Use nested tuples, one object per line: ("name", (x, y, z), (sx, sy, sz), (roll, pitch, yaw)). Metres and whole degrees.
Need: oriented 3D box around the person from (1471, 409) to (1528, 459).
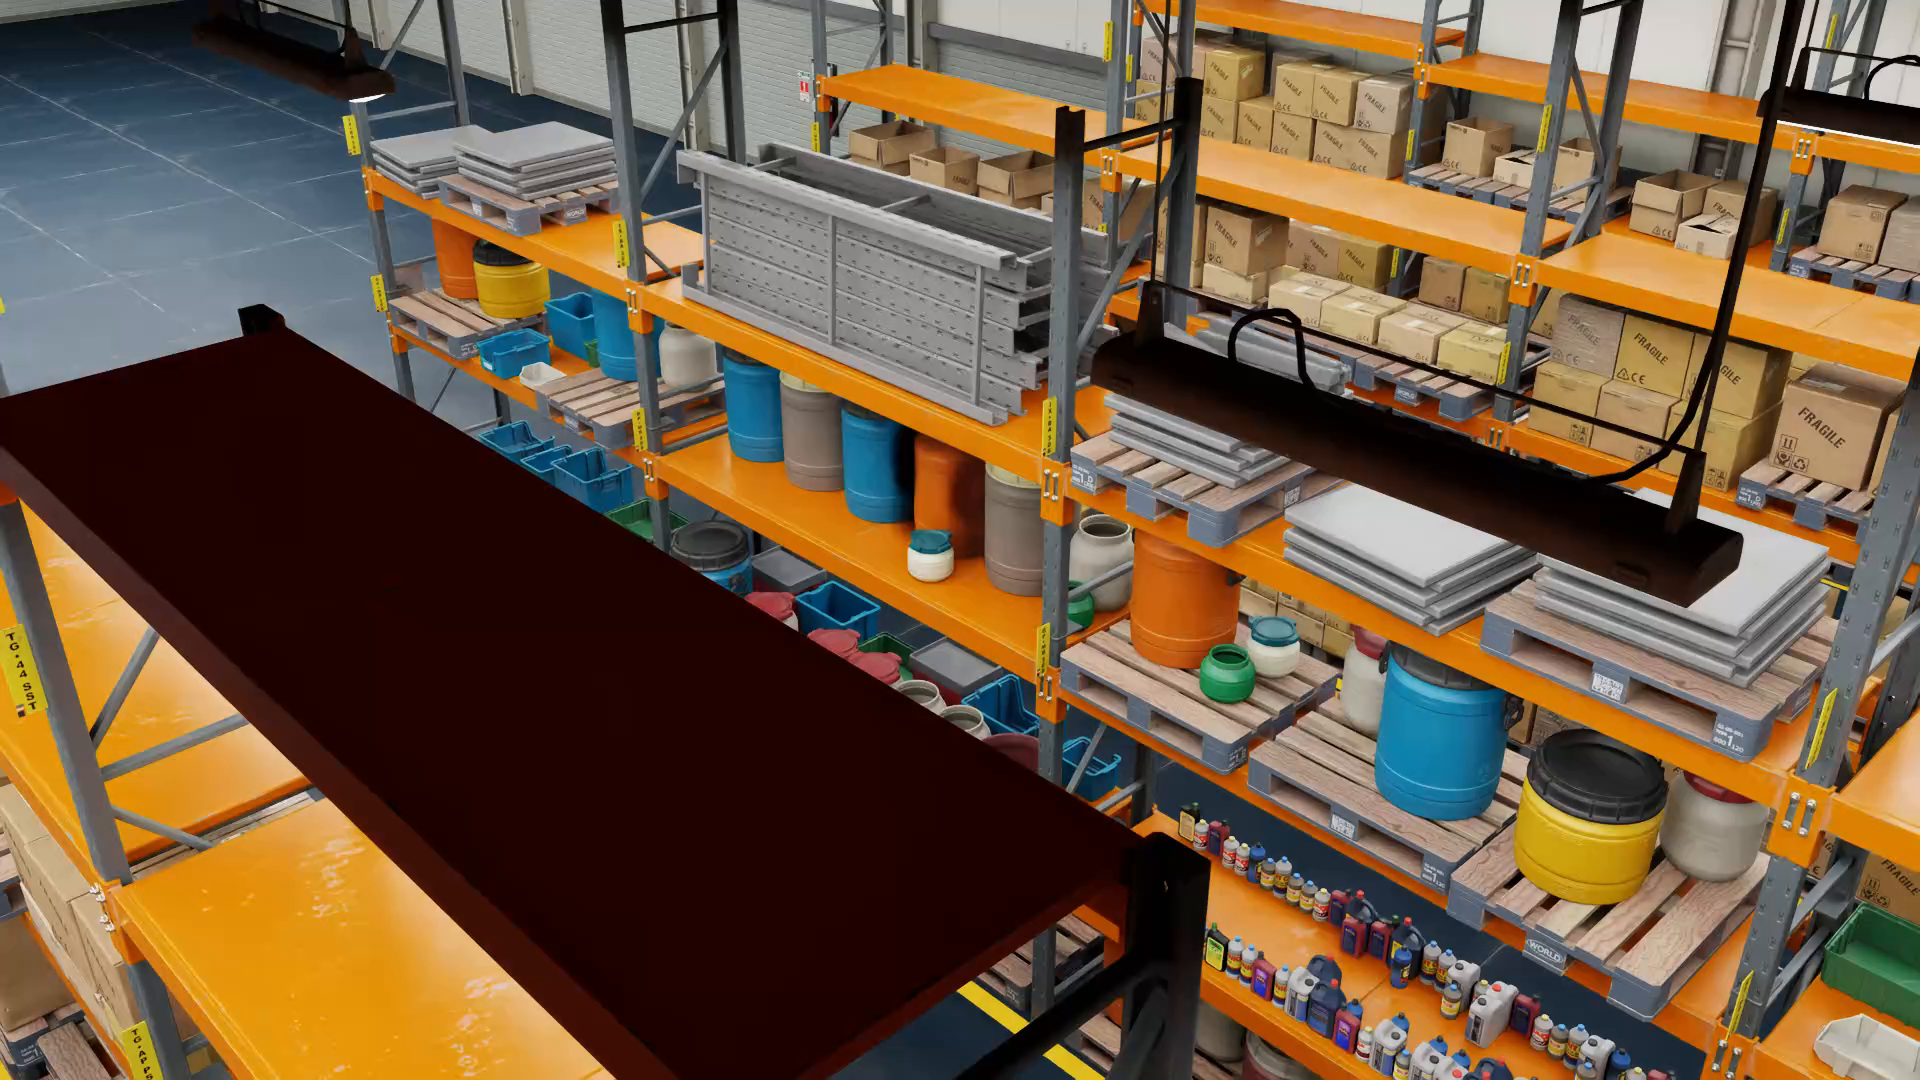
("person", (5.254, -0.734, 16.354), (0.566, 1.768, 0.509), (14, 31, 25))
